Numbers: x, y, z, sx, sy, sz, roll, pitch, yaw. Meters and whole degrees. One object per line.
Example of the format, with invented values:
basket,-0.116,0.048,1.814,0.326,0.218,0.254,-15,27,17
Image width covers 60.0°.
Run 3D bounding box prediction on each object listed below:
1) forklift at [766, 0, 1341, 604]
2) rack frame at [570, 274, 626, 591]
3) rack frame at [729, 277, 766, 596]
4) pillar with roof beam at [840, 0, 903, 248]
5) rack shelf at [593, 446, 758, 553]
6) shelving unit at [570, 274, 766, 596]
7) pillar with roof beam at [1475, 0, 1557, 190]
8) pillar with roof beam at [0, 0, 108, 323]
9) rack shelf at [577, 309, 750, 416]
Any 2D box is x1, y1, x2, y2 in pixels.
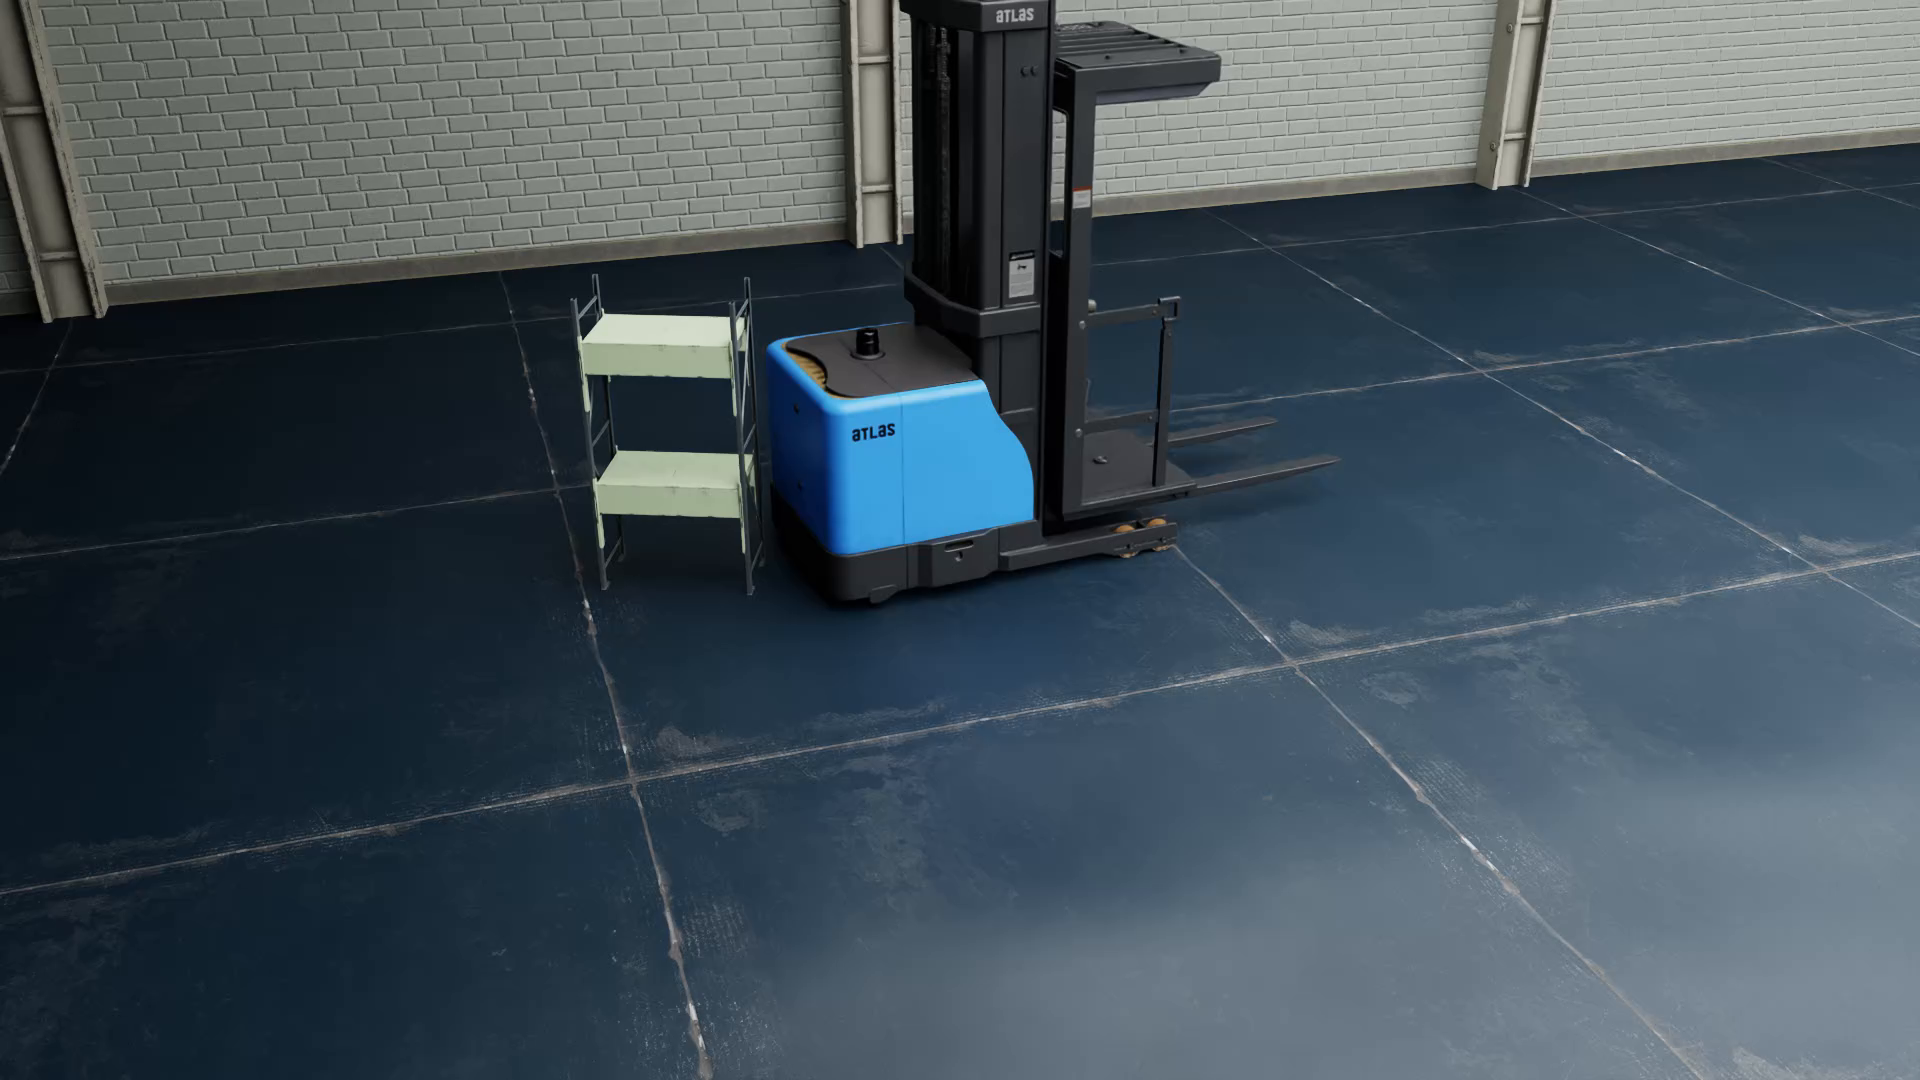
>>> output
forklift,0.575,-1.424,8.322,3.031,2.935,1.130,-11,28,-21
rack frame,-1.753,-0.509,8.089,0.023,1.500,0.400,2,26,4
rack frame,-1.023,-0.485,8.041,0.023,1.500,0.400,2,26,4
pillar with roof beam,0.632,-4.678,8.052,0.400,9.000,9.100,-8,28,-16
rack shelf,-1.388,-0.205,8.210,0.720,0.370,0.431,2,26,4
shelving unit,-1.388,-0.497,8.065,0.755,1.500,0.431,2,26,4
pillar with roof beam,6.337,-5.504,9.717,0.400,9.000,9.100,-8,28,-16
pillar with roof beam,-5.073,-3.851,6.388,0.400,9.000,9.100,-8,28,-16
rack shelf,-1.388,-0.847,7.891,0.720,0.370,0.431,2,26,4
